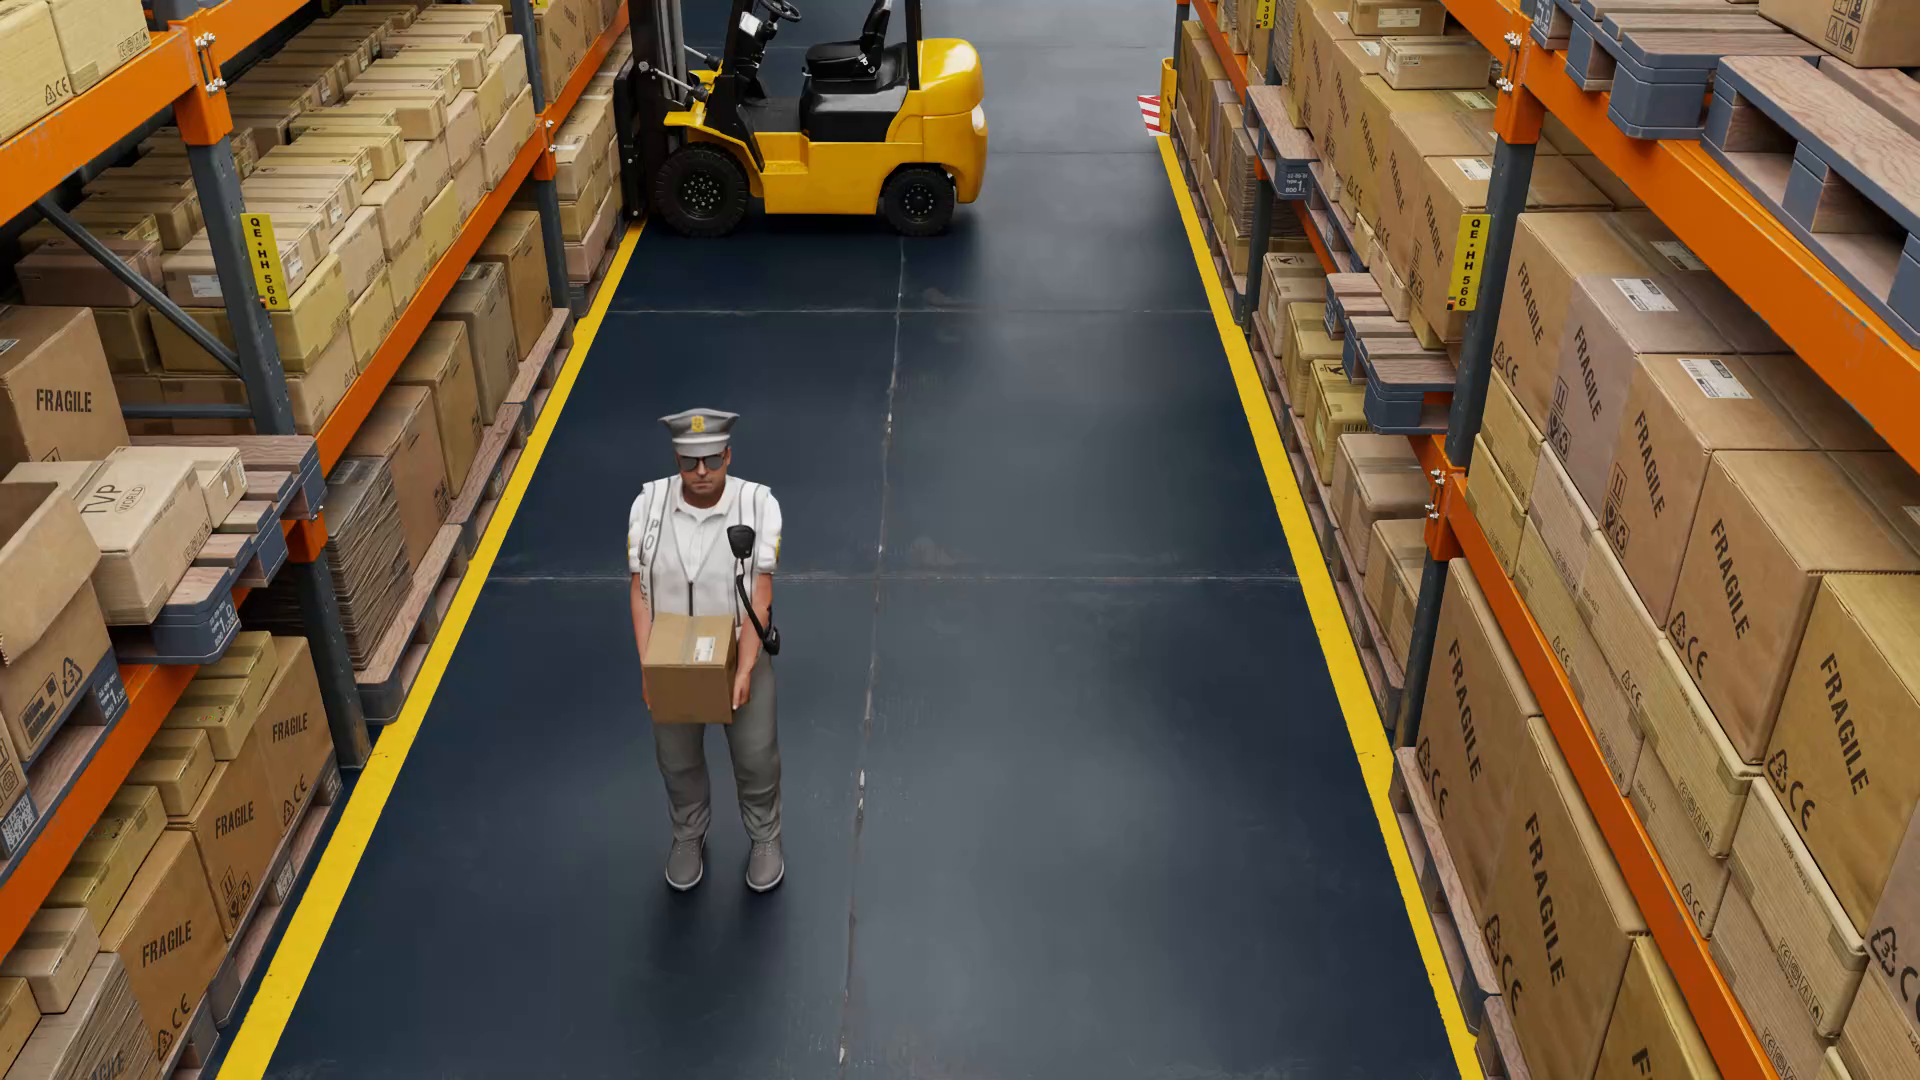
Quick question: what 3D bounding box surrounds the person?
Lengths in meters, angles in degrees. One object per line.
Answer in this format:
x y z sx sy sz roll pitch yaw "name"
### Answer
-0.815 0.410 5.438 0.494 1.766 0.565 0 31 0 "person"
